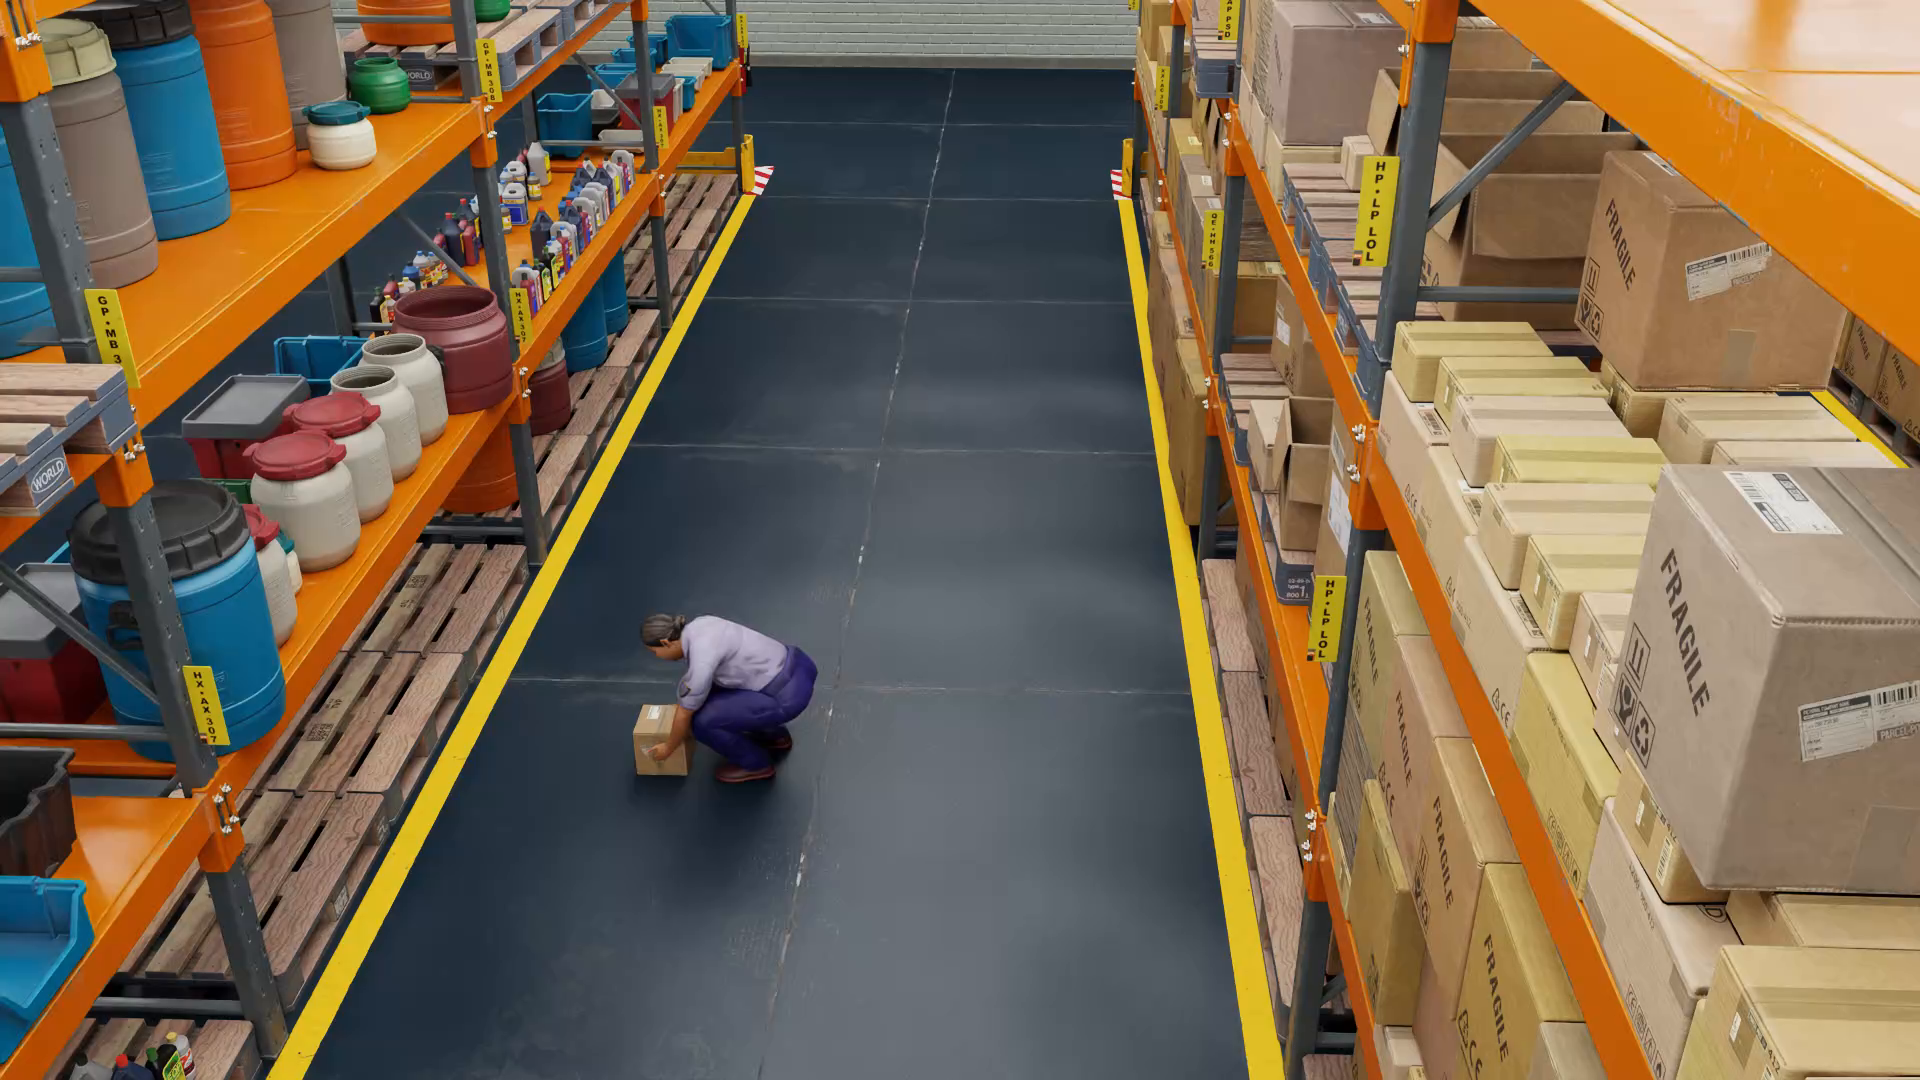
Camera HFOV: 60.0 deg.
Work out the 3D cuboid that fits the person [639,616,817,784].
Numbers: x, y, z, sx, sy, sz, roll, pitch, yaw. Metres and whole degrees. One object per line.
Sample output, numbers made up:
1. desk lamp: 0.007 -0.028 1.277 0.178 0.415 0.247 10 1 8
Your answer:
1. person: -1.119 0.733 8.101 0.826 0.870 0.525 1 28 2
